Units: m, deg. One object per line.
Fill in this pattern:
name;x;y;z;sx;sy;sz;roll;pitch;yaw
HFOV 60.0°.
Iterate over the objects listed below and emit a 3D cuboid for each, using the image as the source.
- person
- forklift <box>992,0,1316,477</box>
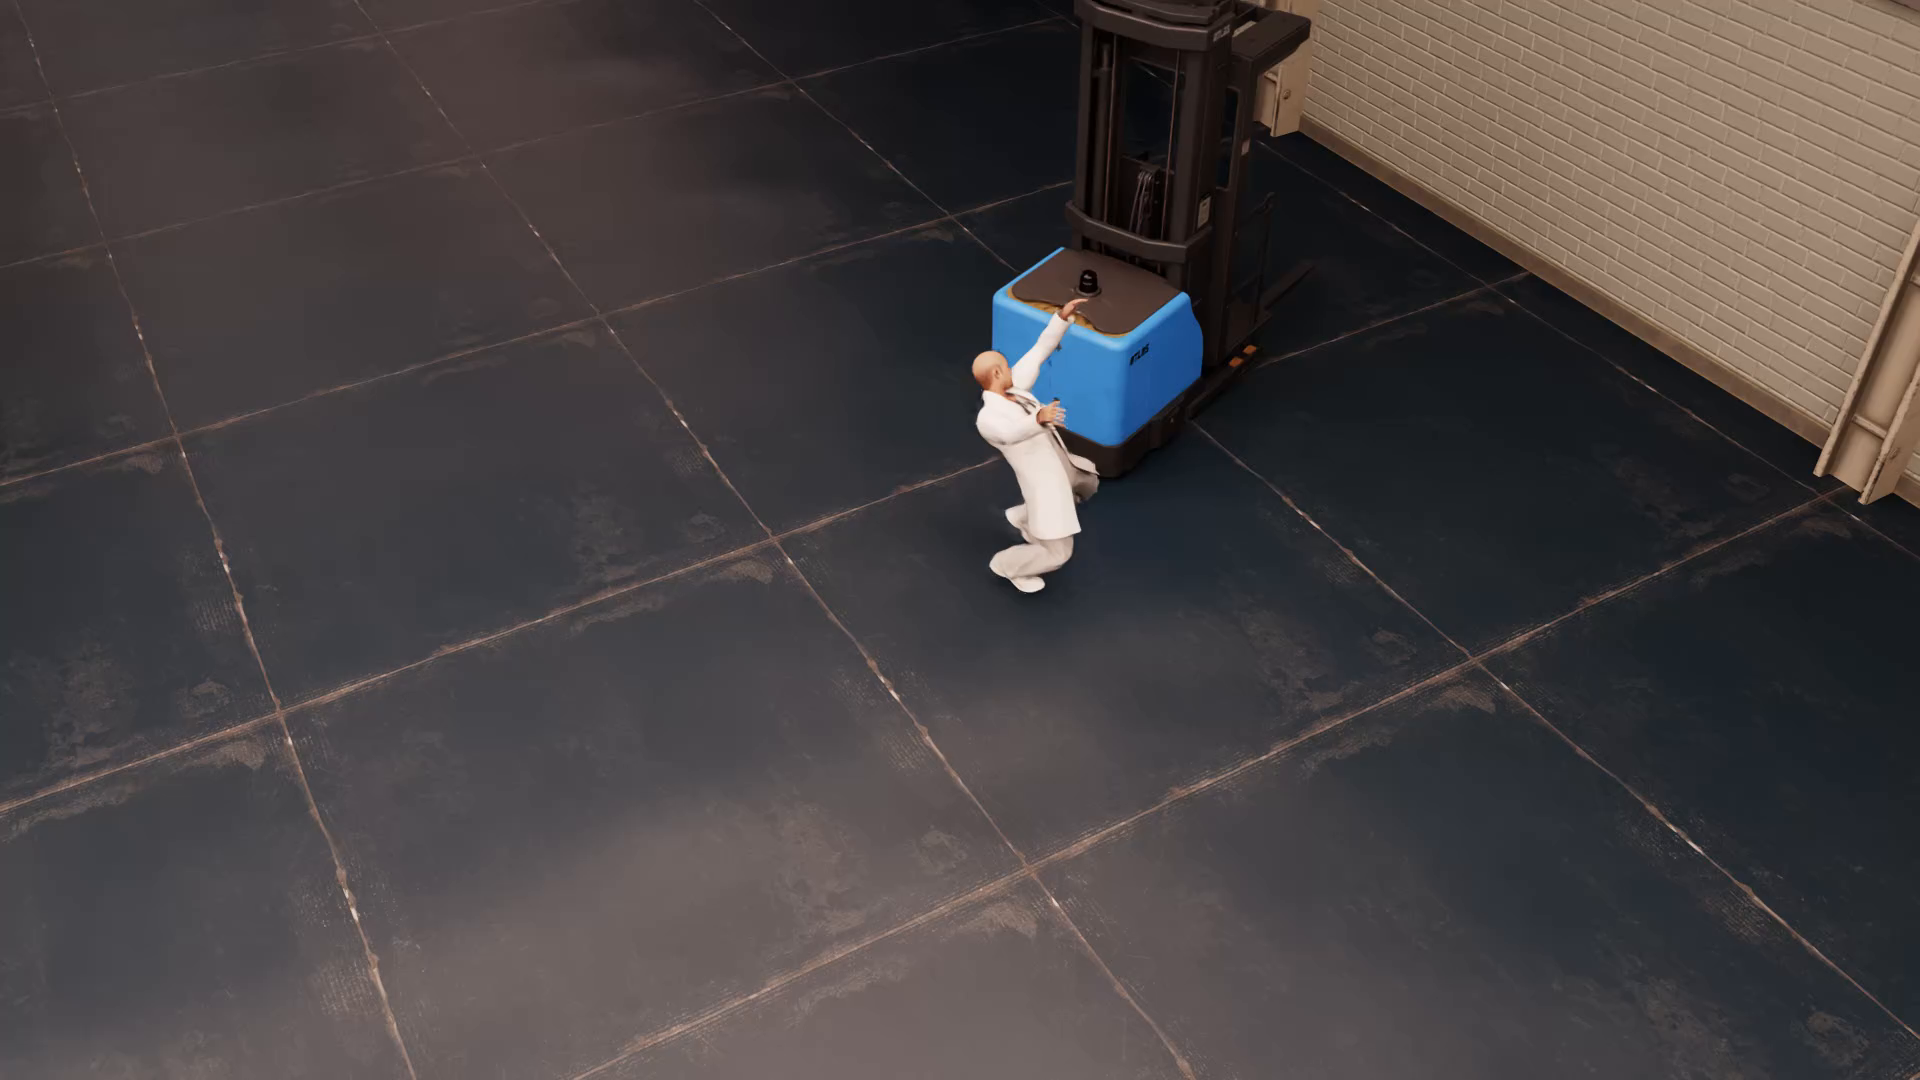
person;0.398;-0.440;9.539;0.748;1.714;1.034;10;41;11
forklift;1.489;-2.418;10.951;1.130;2.935;3.031;26;46;28
